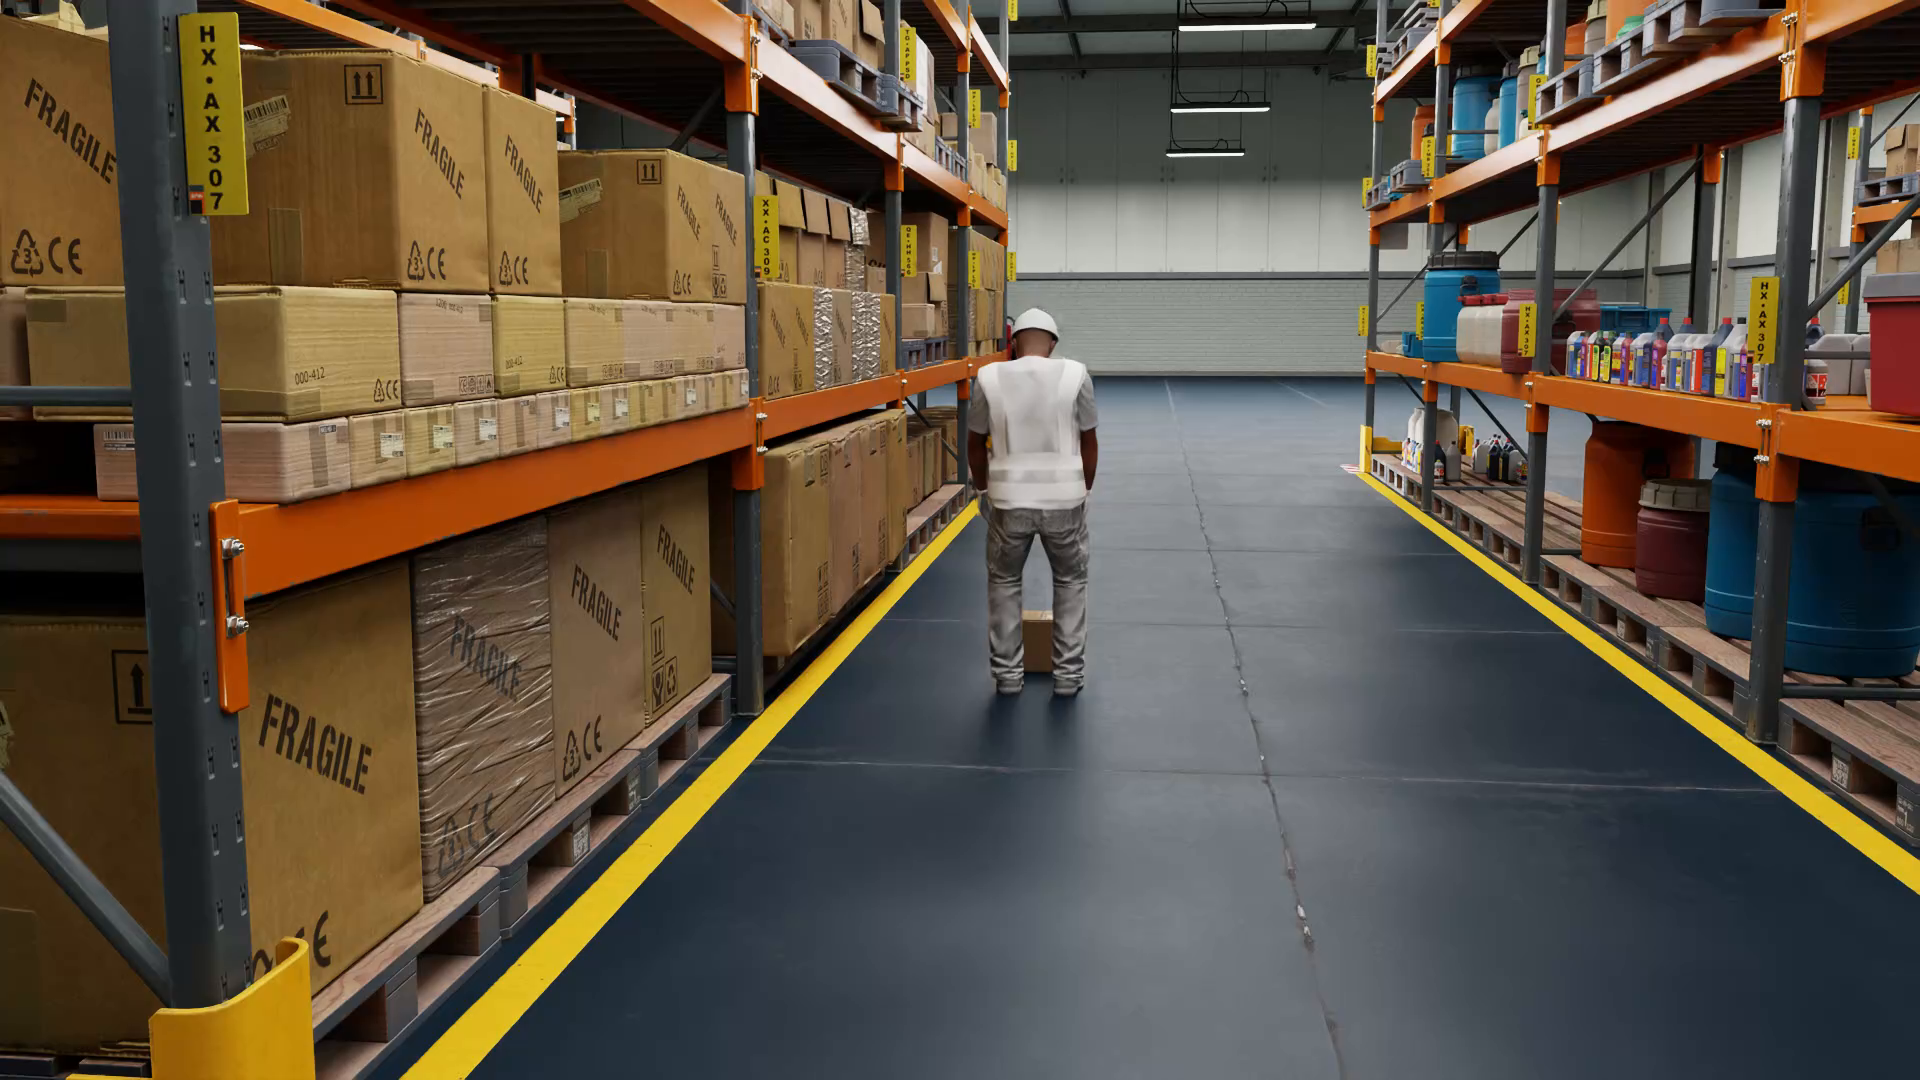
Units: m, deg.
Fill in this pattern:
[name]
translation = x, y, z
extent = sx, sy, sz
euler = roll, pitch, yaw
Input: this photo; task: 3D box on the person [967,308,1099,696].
[person]
translation = 0.317, -0.171, 7.363
extent = 0.584, 1.695, 0.517
euler = 1, 8, 8
